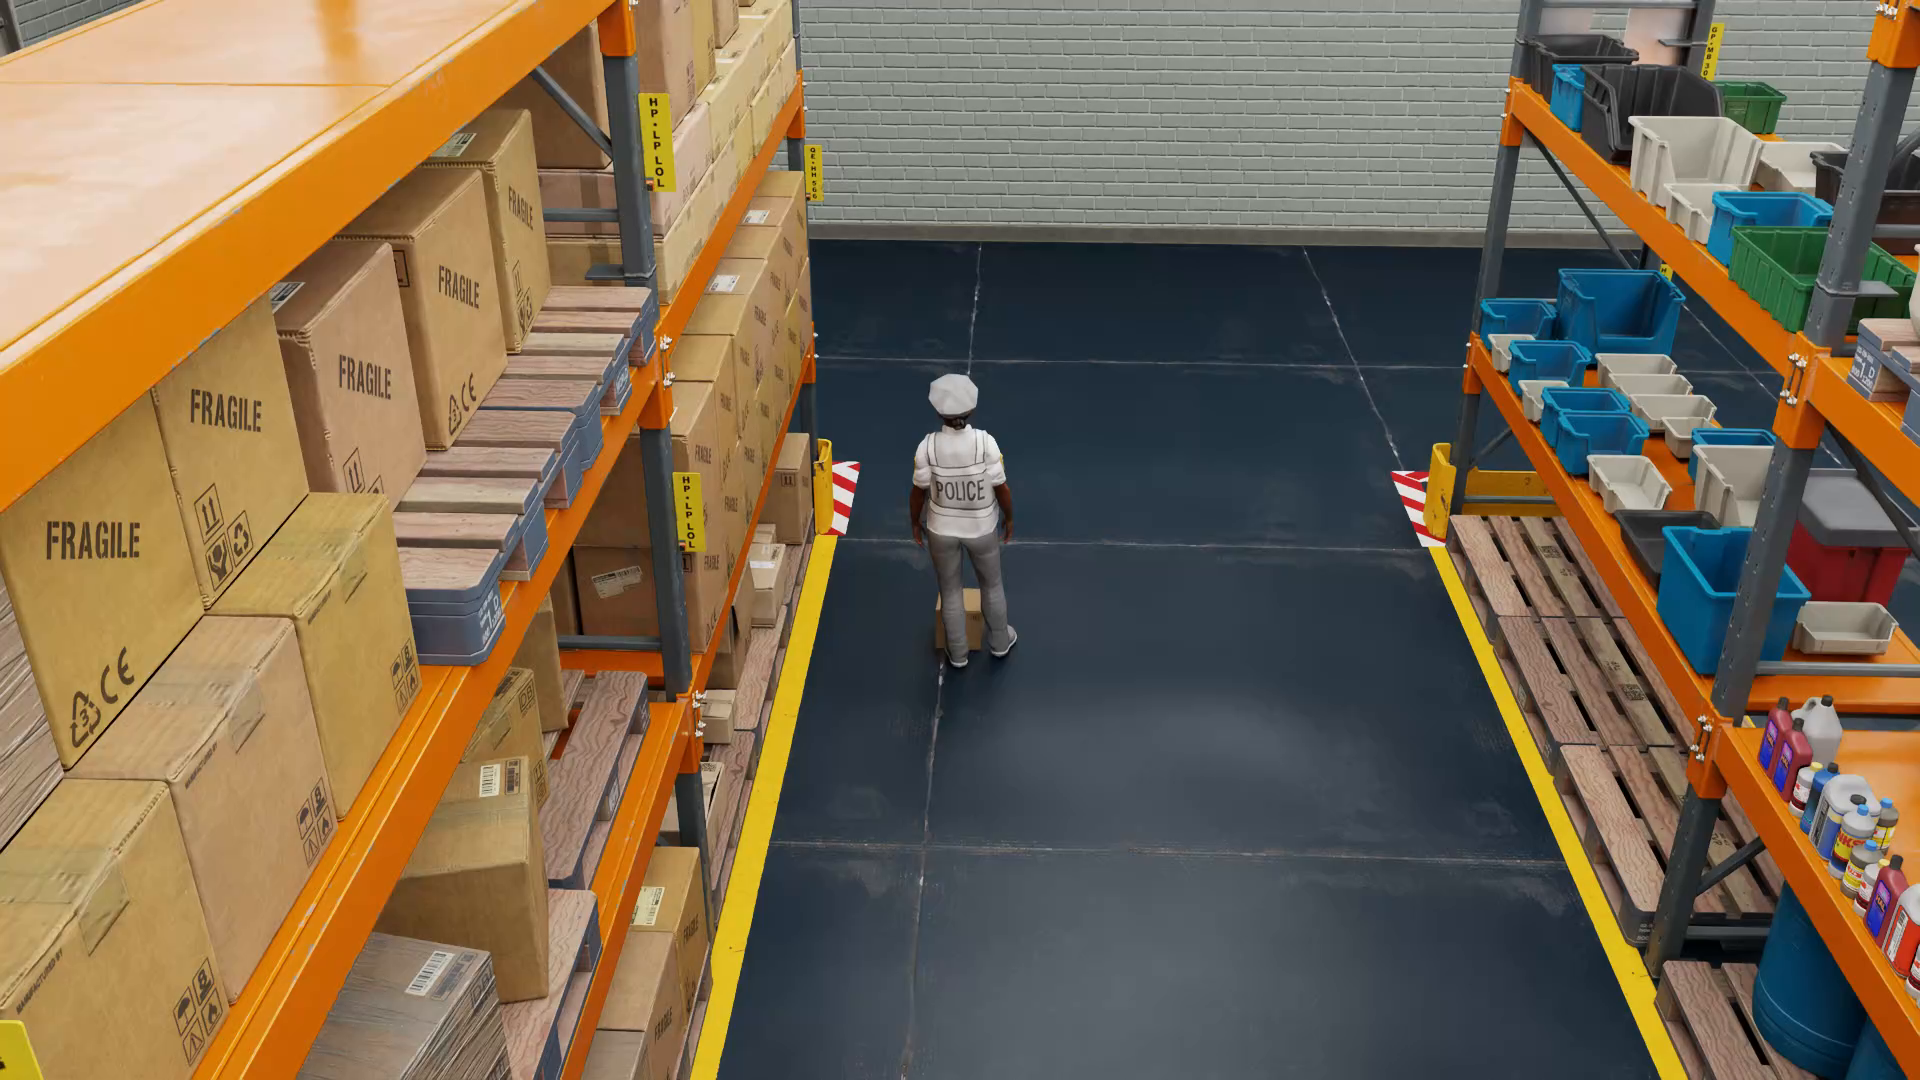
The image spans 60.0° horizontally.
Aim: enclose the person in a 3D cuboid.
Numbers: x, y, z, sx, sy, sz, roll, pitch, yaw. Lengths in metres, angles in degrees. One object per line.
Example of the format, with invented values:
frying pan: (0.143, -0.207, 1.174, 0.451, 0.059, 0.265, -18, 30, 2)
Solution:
person: (0.026, -0.108, 8.769, 0.570, 1.698, 0.527, 1, 28, 2)
